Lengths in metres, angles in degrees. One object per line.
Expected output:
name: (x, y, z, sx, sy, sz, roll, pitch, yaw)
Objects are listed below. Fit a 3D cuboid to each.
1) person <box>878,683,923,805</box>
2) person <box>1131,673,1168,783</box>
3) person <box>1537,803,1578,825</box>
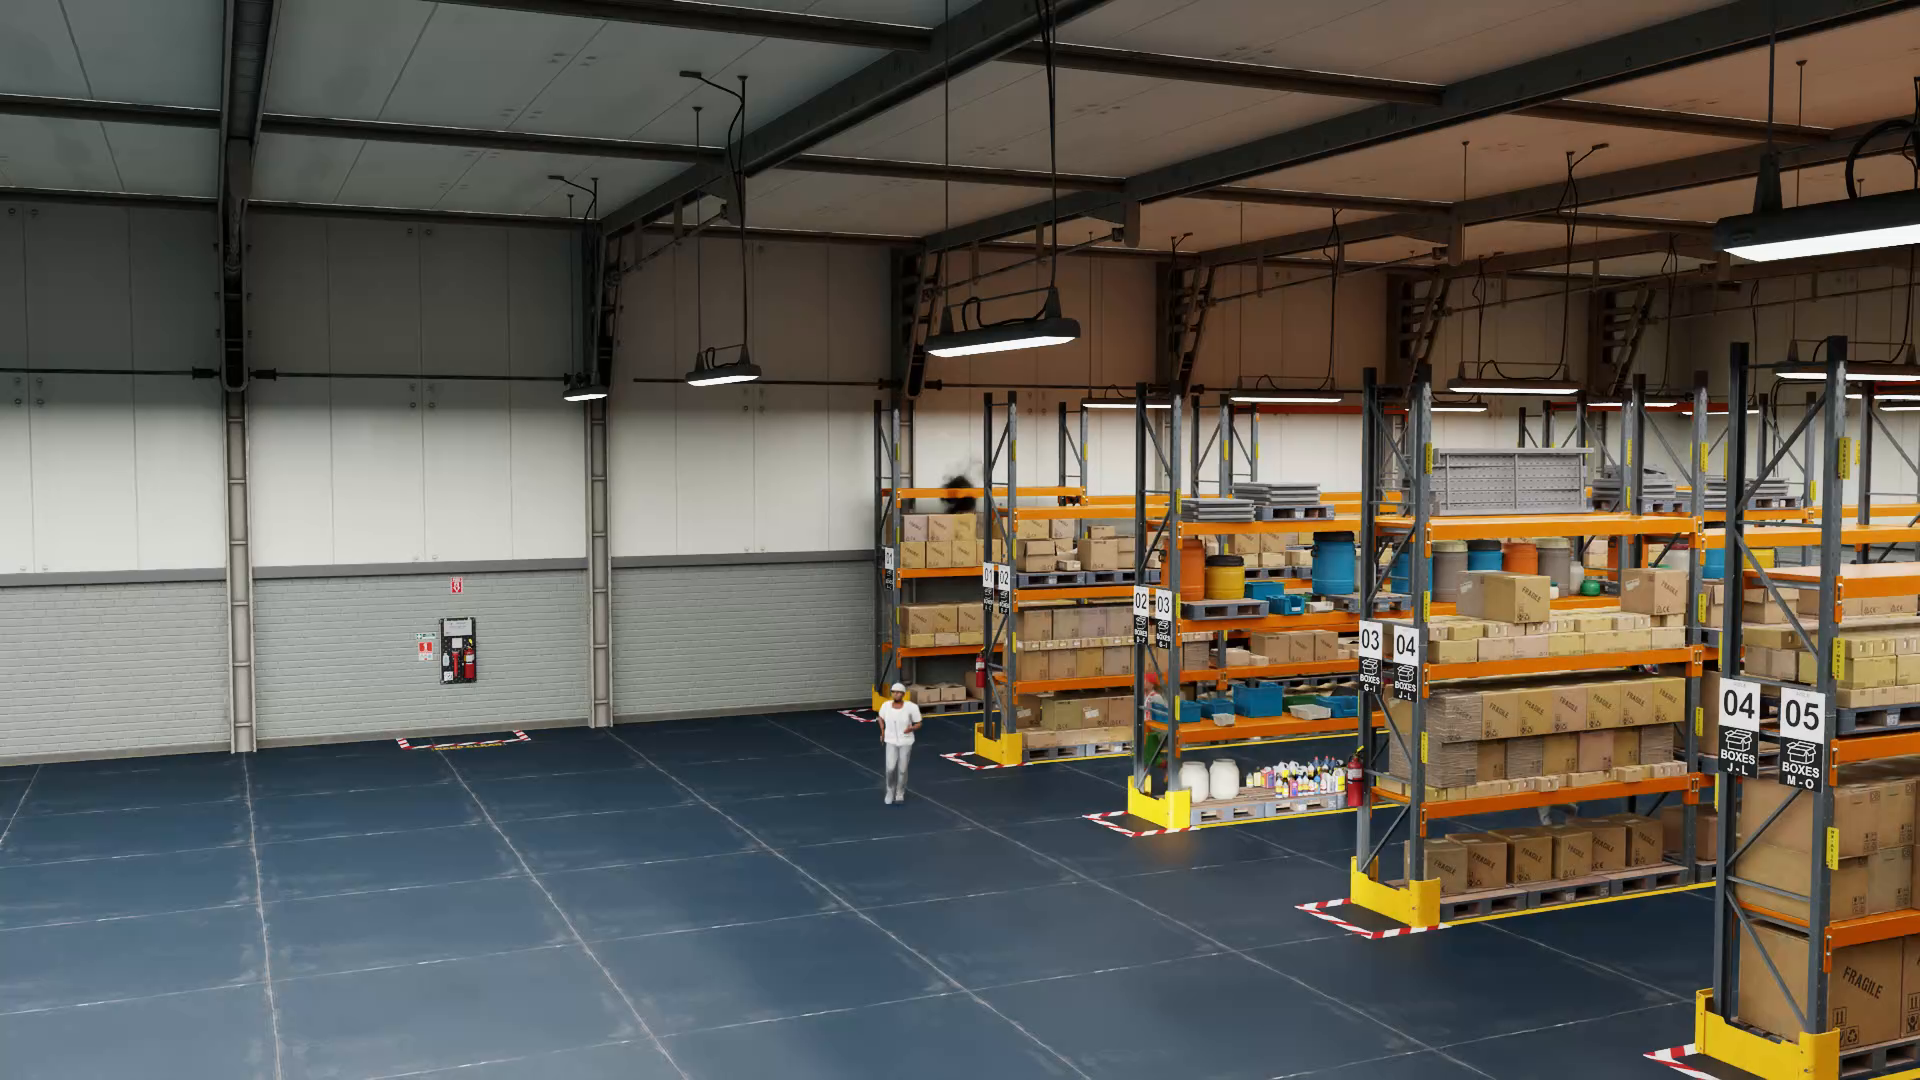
person: (-0.870, 2.916, 23.705, 0.668, 1.766, 0.679, 0, 3, 6)
person: (2.847, 2.850, 24.675, 0.774, 1.764, 0.676, -2, 4, -25)
person: (7.861, 3.012, 22.021, 0.608, 1.730, 0.661, -2, 4, -32)
